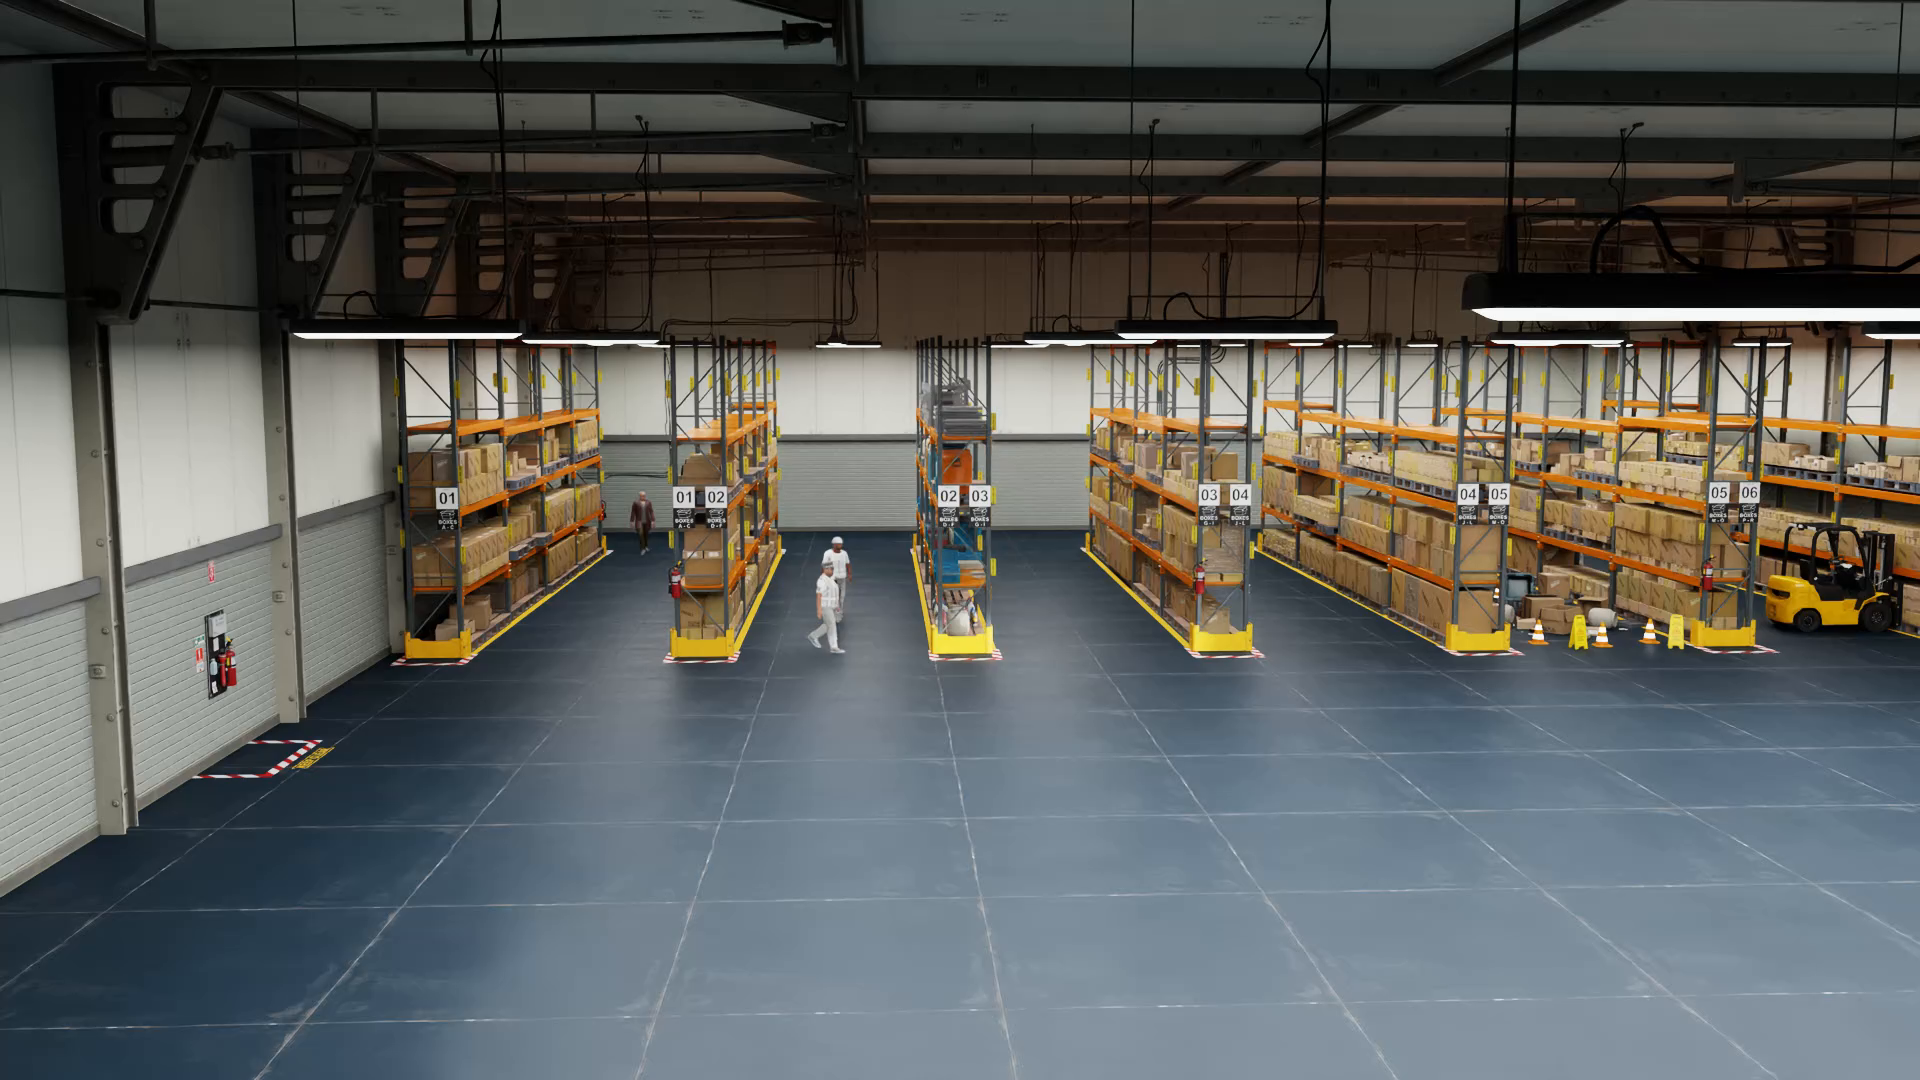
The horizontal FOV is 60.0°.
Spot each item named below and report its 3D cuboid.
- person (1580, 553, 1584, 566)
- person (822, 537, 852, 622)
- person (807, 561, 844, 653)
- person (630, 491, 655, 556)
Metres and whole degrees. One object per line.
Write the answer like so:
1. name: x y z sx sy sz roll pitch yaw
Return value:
1. person: 16.347 -0.030 43.941 0.443 1.589 0.362 -4 8 -31
2. person: -2.572 0.833 35.552 0.600 1.765 0.782 -3 7 -27
3. person: -2.529 1.254 31.704 0.888 1.729 0.591 3 7 25
4. person: -8.955 -0.488 47.025 0.676 1.777 0.962 -3 7 -22
